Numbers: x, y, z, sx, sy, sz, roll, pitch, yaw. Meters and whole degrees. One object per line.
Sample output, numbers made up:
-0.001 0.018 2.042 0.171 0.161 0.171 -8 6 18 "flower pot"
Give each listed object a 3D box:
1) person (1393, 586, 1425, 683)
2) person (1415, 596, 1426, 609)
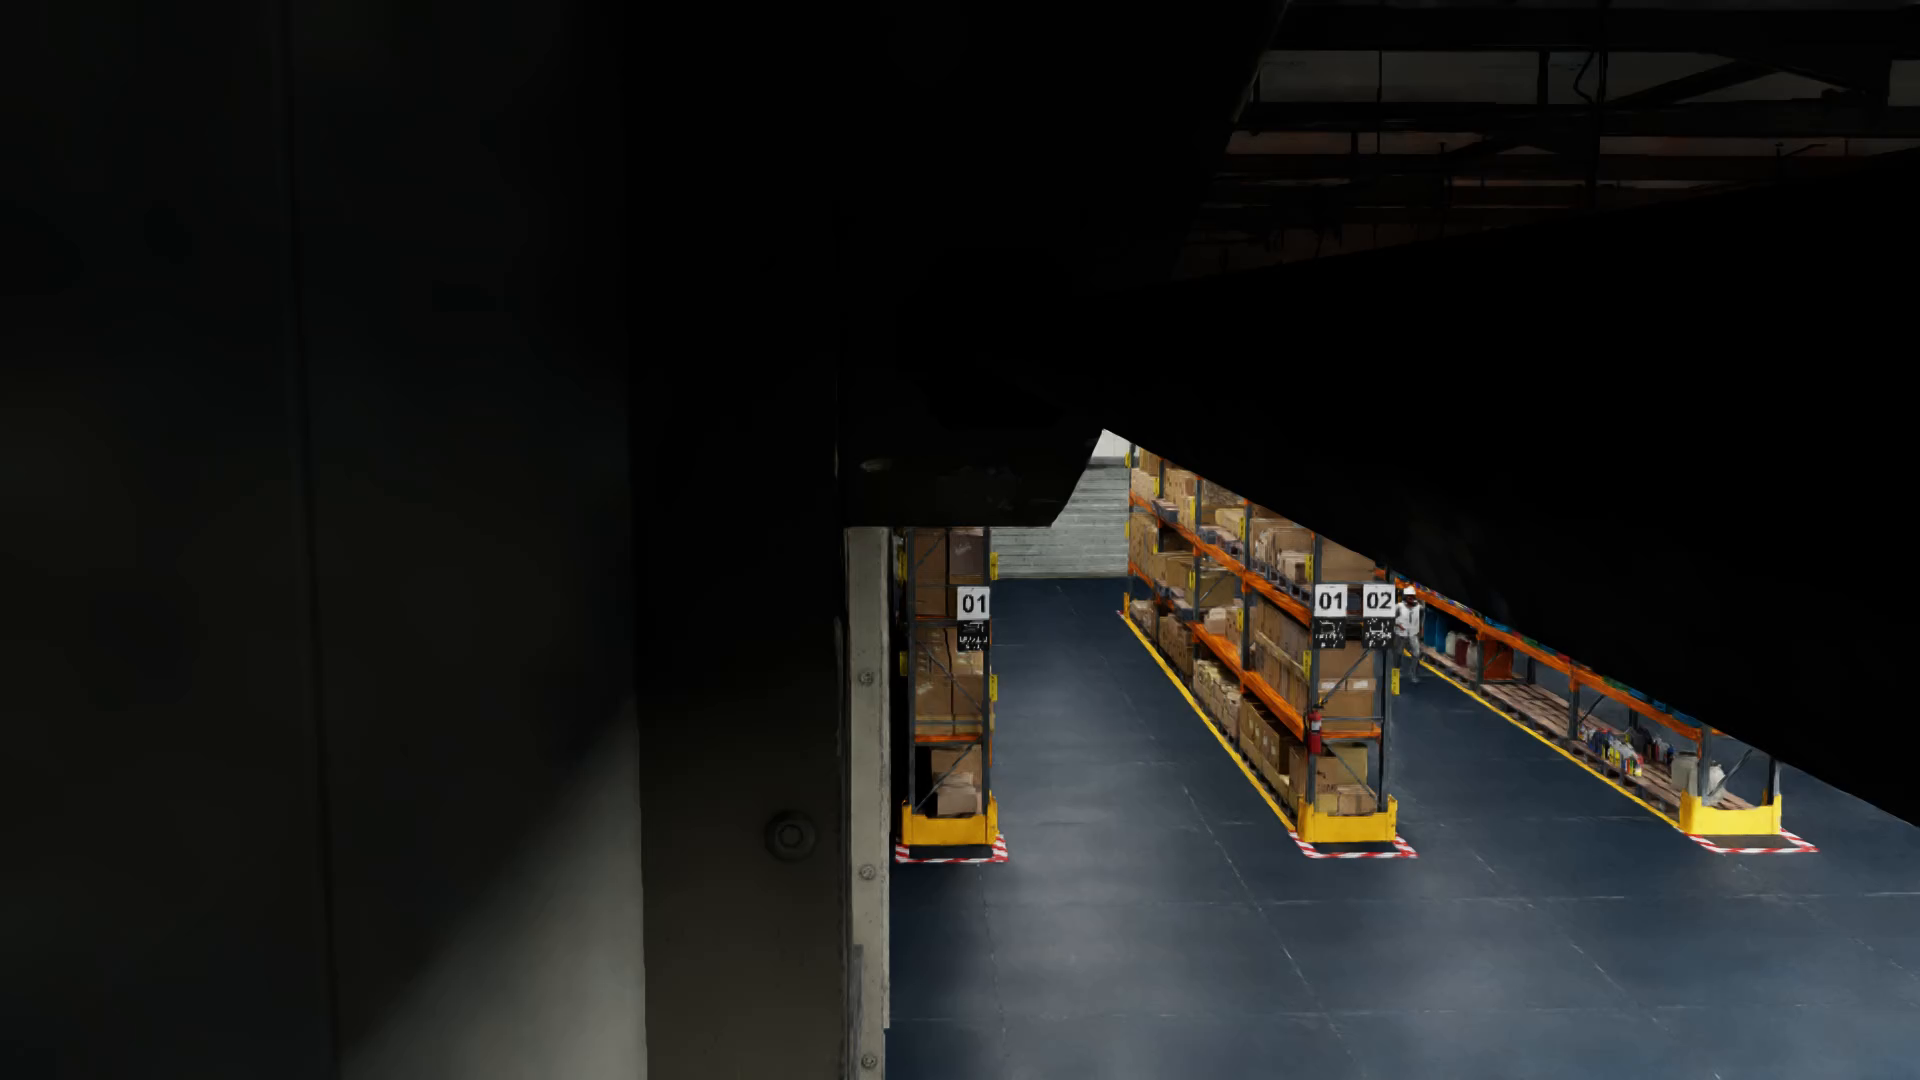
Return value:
8.037 1.662 29.876 0.680 1.709 0.866 0 7 3 "person"
9.925 0.874 35.711 0.403 1.767 0.709 3 8 25 "person"
